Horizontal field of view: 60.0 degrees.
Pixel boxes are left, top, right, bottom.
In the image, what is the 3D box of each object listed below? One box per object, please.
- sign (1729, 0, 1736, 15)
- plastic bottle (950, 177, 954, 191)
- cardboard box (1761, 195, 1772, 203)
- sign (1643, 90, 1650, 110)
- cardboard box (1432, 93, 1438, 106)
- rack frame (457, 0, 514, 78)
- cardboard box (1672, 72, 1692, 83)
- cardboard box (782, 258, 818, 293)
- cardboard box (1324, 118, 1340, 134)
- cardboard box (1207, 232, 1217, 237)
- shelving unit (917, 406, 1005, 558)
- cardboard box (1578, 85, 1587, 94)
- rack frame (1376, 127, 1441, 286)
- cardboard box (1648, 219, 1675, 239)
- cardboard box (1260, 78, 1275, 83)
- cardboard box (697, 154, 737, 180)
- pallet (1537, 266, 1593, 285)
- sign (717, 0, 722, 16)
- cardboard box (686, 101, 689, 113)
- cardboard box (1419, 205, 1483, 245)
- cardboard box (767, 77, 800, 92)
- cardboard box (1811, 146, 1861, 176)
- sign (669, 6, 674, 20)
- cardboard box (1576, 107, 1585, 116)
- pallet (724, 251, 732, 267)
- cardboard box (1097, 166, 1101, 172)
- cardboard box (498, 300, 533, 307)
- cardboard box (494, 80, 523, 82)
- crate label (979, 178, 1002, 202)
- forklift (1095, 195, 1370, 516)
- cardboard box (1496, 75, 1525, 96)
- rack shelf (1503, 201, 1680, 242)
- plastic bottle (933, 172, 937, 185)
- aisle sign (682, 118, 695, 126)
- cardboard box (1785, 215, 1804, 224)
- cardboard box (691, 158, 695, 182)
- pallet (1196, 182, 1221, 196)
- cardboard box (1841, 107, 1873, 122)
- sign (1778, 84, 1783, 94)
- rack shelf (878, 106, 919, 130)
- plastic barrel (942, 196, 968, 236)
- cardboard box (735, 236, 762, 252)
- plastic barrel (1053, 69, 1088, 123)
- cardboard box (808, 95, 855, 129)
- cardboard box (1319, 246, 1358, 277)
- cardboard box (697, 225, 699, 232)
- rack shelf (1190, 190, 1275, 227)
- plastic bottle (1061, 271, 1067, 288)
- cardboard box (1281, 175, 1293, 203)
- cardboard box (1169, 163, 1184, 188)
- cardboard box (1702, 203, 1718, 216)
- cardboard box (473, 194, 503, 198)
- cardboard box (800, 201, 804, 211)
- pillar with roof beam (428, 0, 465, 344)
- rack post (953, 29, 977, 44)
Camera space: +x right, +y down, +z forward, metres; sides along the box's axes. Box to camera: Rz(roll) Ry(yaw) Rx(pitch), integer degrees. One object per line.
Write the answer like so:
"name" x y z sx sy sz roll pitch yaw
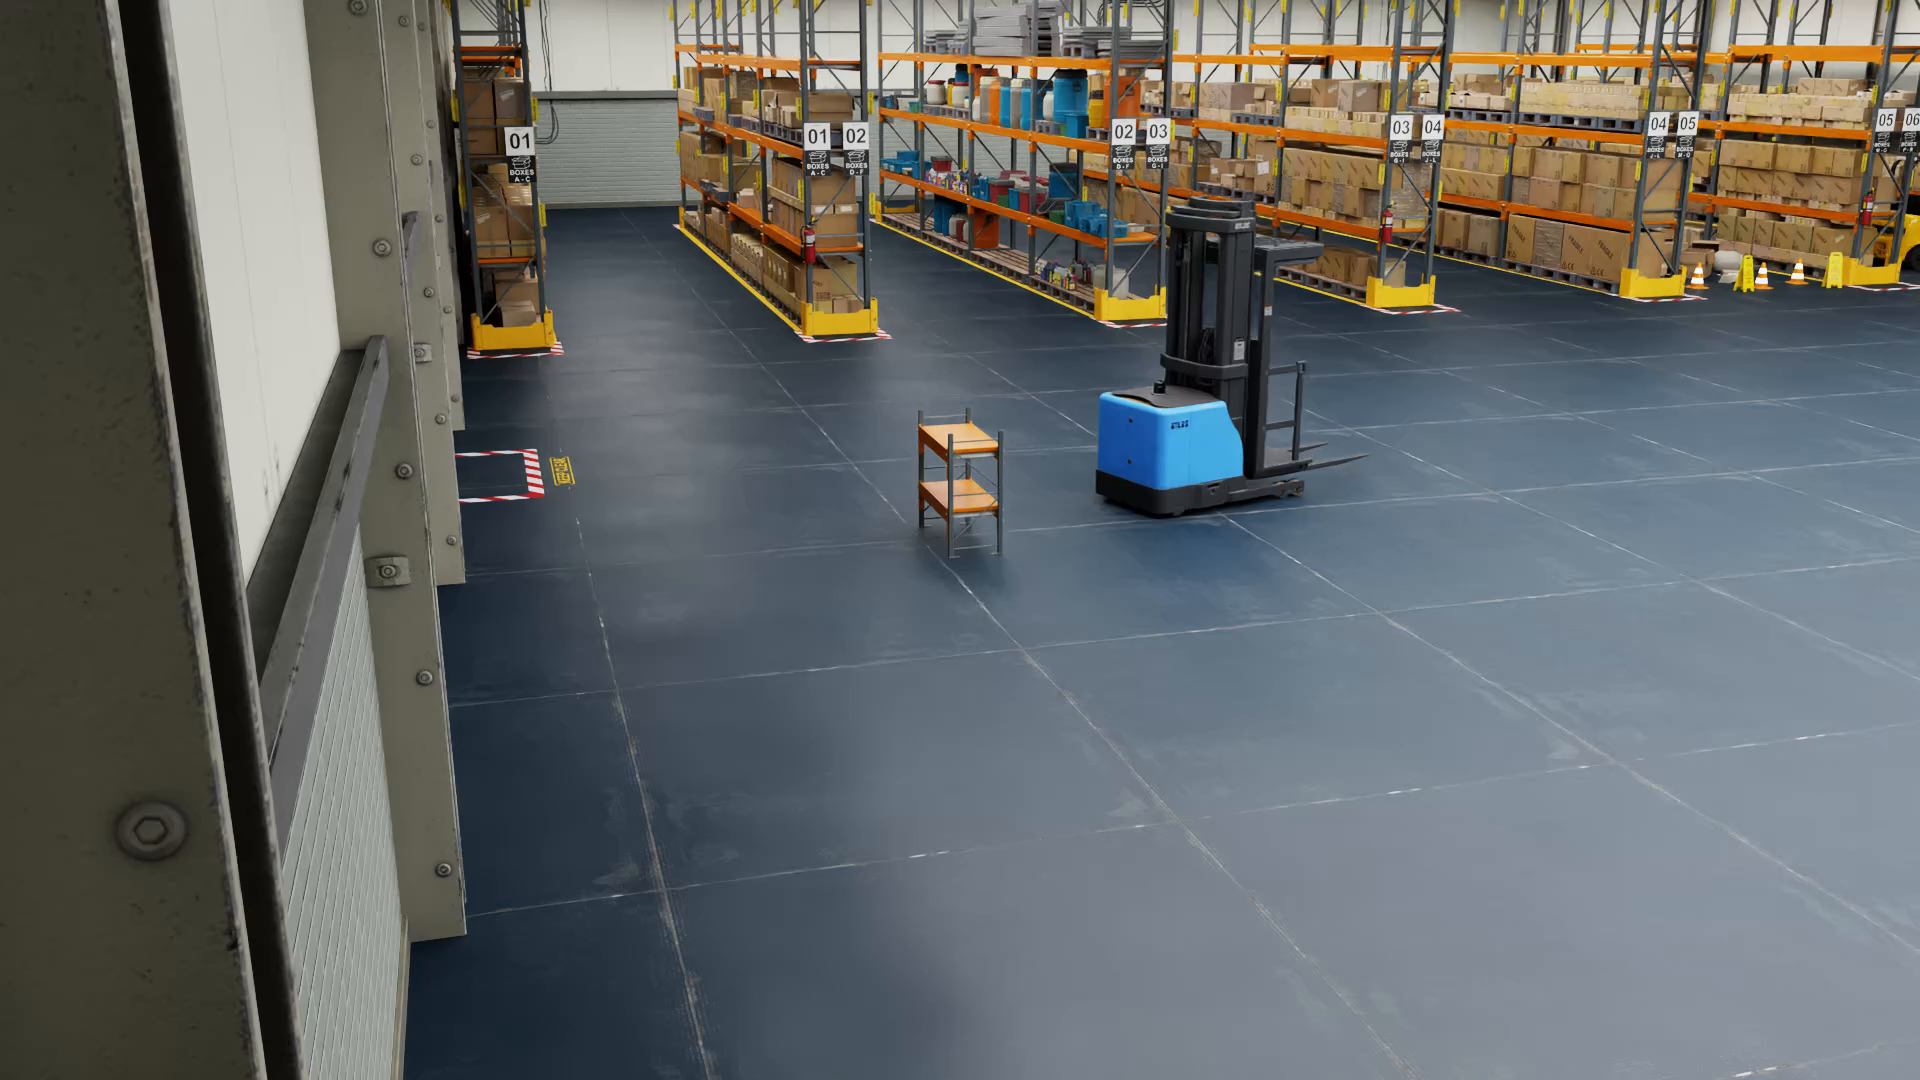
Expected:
"sign" 15.530 -10.726 33.418 0.100 0.325 0.005 -5 17 -15
"plastic bottle" -0.164 -7.645 35.690 0.061 0.283 0.133 -5 17 -15
"cardboard box" 16.182 -6.788 33.071 0.380 0.149 0.250 -5 17 -15
"sign" 11.904 -7.633 28.833 0.100 0.325 0.005 -5 17 -15
"cardboard box" 10.356 -9.320 35.206 0.500 0.250 0.500 -4 17 -14
"rack frame" -8.854 -9.397 30.890 1.000 3.000 0.127 -5 17 -15
"cardboard box" 18.382 -11.777 42.324 0.396 0.266 0.258 -5 17 -16
"cardboard box" -2.616 -4.347 27.254 0.500 0.500 0.500 -5 17 -15
"cardboard box" 6.840 -7.383 29.660 0.500 0.250 0.500 -5 17 -16
"cardboard box" 5.637 -6.528 35.349 0.700 0.500 0.500 -6 18 -18
"shelving unit" -0.002 -0.541 15.094 0.538 1.125 1.048 -5 17 -15
"cardboard box" 11.591 -8.285 30.551 0.380 0.149 0.250 -5 17 -15
"rack frame" 7.632 -5.486 28.298 1.000 3.000 0.127 -5 17 -15
"cardboard box" 14.358 -6.392 34.344 0.500 0.500 0.500 -5 17 -15
"cardboard box" 7.959 -11.810 42.838 0.380 0.149 0.250 -5 17 -15
"cardboard box" -5.276 -8.123 36.174 0.700 0.500 0.500 -12 20 -34
"pallet" 11.803 -5.066 31.748 1.003 0.211 1.213 -5 17 -15
"sign" -4.611 -10.229 31.900 0.100 0.325 0.005 -5 17 -15
"cardboard box" -5.986 -9.916 38.095 0.500 0.250 0.500 -5 17 -15
"cardboard box" 10.555 -6.769 35.752 1.050 0.750 0.750 -4 17 -14
"cardboard box" -3.124 -7.909 29.377 0.500 0.500 0.500 -4 17 -15
"cardboard box" 16.679 -7.203 31.586 0.700 0.500 0.500 -5 17 -15
"sign" -6.812 -12.445 39.276 0.100 0.325 0.005 -5 17 -15
"cardboard box" 11.593 -7.902 30.662 0.380 0.149 0.250 -4 17 -15
"pallet" -4.261 -5.790 34.159 1.003 0.211 1.213 -5 17 -15
"cardboard box" 3.582 -9.098 40.762 0.380 0.149 0.250 -5 17 -16
"cardboard box" -6.916 -3.590 25.896 0.500 0.311 0.500 -3 17 -11
"cardboard box" -6.769 -6.693 25.157 0.500 0.500 0.500 -4 17 -14
"crate label" 0.685 -7.028 33.370 0.502 0.435 0.616 -5 17 -15
"forklift" 2.865 -1.934 16.592 3.031 2.935 1.130 -11 20 -32
"cardboard box" 13.903 -11.501 42.032 0.500 0.500 0.500 -4 17 -14
"rack shelf" 11.880 -6.058 31.455 1.077 0.370 4.000 -5 17 -15
"plastic bottle" -0.561 -8.058 37.085 0.097 0.271 0.097 0 17 0
"aisle sign" -6.592 -10.370 40.039 0.394 0.787 0.004 -5 17 -15
"cardboard box" 16.388 -6.263 32.505 0.380 0.149 0.250 -4 17 -13
"cardboard box" -5.862 -8.473 38.069 0.500 0.500 0.500 -4 17 -14
"pallet" 5.732 -7.418 35.064 1.213 0.211 1.003 -5 17 -15
"cardboard box" 16.761 -7.896 30.854 0.500 0.250 0.500 -5 17 -16
"sign" 19.212 -10.517 38.936 0.100 0.325 0.005 -5 17 -15
"rack shelf" -0.977 -10.059 39.558 1.077 0.370 4.000 -5 17 -15
"plastic barrel" -0.100 -7.262 37.128 0.600 0.901 0.708 -5 17 -15
"cardboard box" -4.078 -5.756 32.274 0.500 0.311 0.500 -5 17 -17
"plastic barrel" 1.942 -7.794 29.169 0.600 0.901 0.708 -5 17 -15
"cardboard box" -2.047 -6.617 25.697 0.797 0.503 0.637 -3 17 -11
"cardboard box" 7.016 -5.159 30.825 0.500 0.500 0.500 -6 18 -20
"cardboard box" -5.781 -7.102 37.870 0.380 0.149 0.250 -5 17 -15
"rack shelf" 5.984 -6.801 33.926 1.077 0.370 4.000 -5 17 -15
"plastic bottle" 1.863 -4.584 29.266 0.152 0.276 0.135 -5 17 -17
"cardboard box" 6.597 -6.653 31.493 0.875 0.500 0.500 -5 17 -15
"cardboard box" 4.929 -8.002 36.500 0.500 0.500 0.500 -5 17 -16
"cardboard box" 18.977 -8.405 41.633 0.500 0.500 0.500 -5 18 -17
"cardboard box" -7.403 -5.143 26.080 0.500 0.500 0.500 -4 17 -14
"cardboard box" -2.325 -5.296 26.364 0.380 0.149 0.250 -5 17 -16
"pillar with roof beam" -3.540 -7.649 25.074 9.100 9.000 0.400 -5 17 -15
"rack post" 0.433 -10.341 34.165 0.954 0.300 0.937 -5 17 -15
